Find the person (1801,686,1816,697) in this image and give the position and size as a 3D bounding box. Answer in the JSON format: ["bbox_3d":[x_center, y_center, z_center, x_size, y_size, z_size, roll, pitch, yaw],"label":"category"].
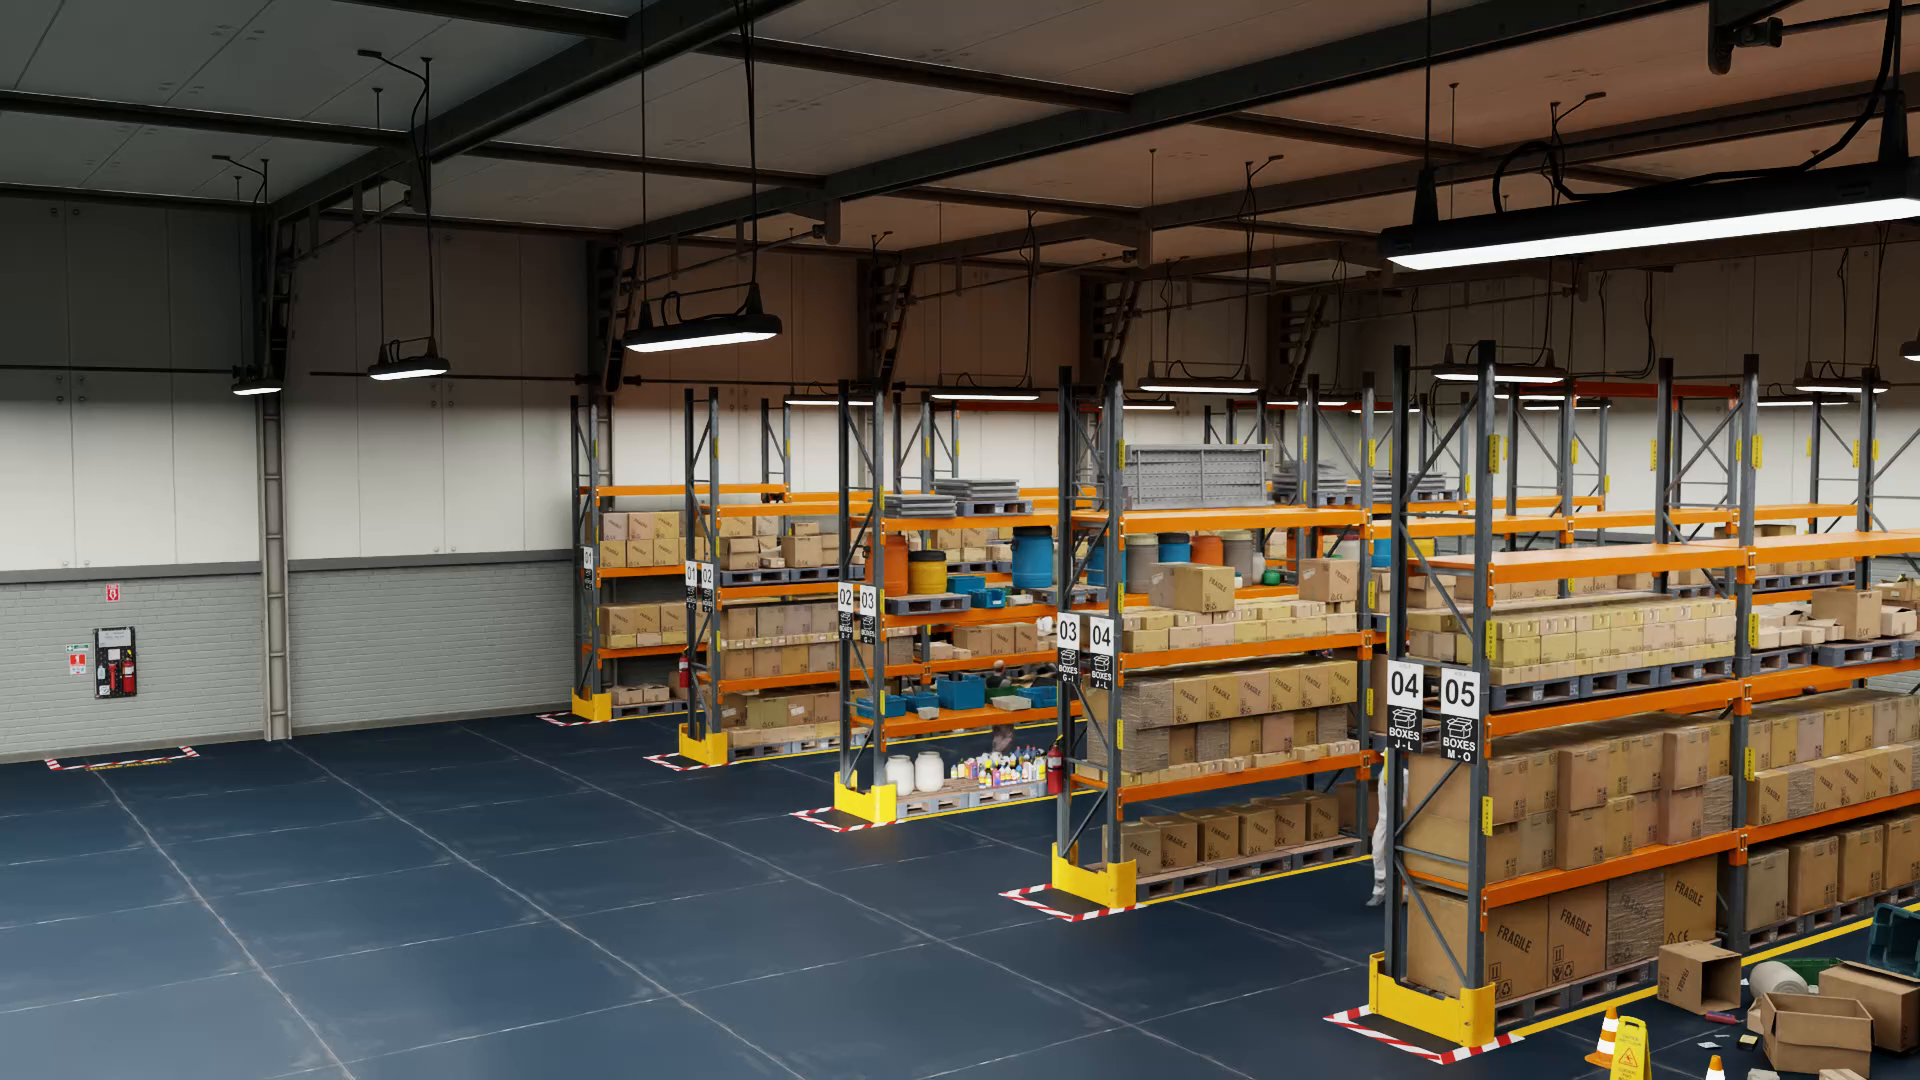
[{"bbox_3d":[12.191,2.902,24.045,0.518,1.646,0.578,2,4,31],"label":"person"}]

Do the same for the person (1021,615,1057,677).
[{"bbox_3d":[1.629,2.061,33.547,1.009,1.633,0.599,-2,4,-25],"label":"person"}]

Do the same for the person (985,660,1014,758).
[{"bbox_3d":[0.600,2.741,26.102,0.524,1.720,0.555,-2,4,-34],"label":"person"}]

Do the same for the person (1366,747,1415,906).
[{"bbox_3d":[4.809,3.173,18.476,0.566,1.830,0.583,-2,4,-31],"label":"person"}]
